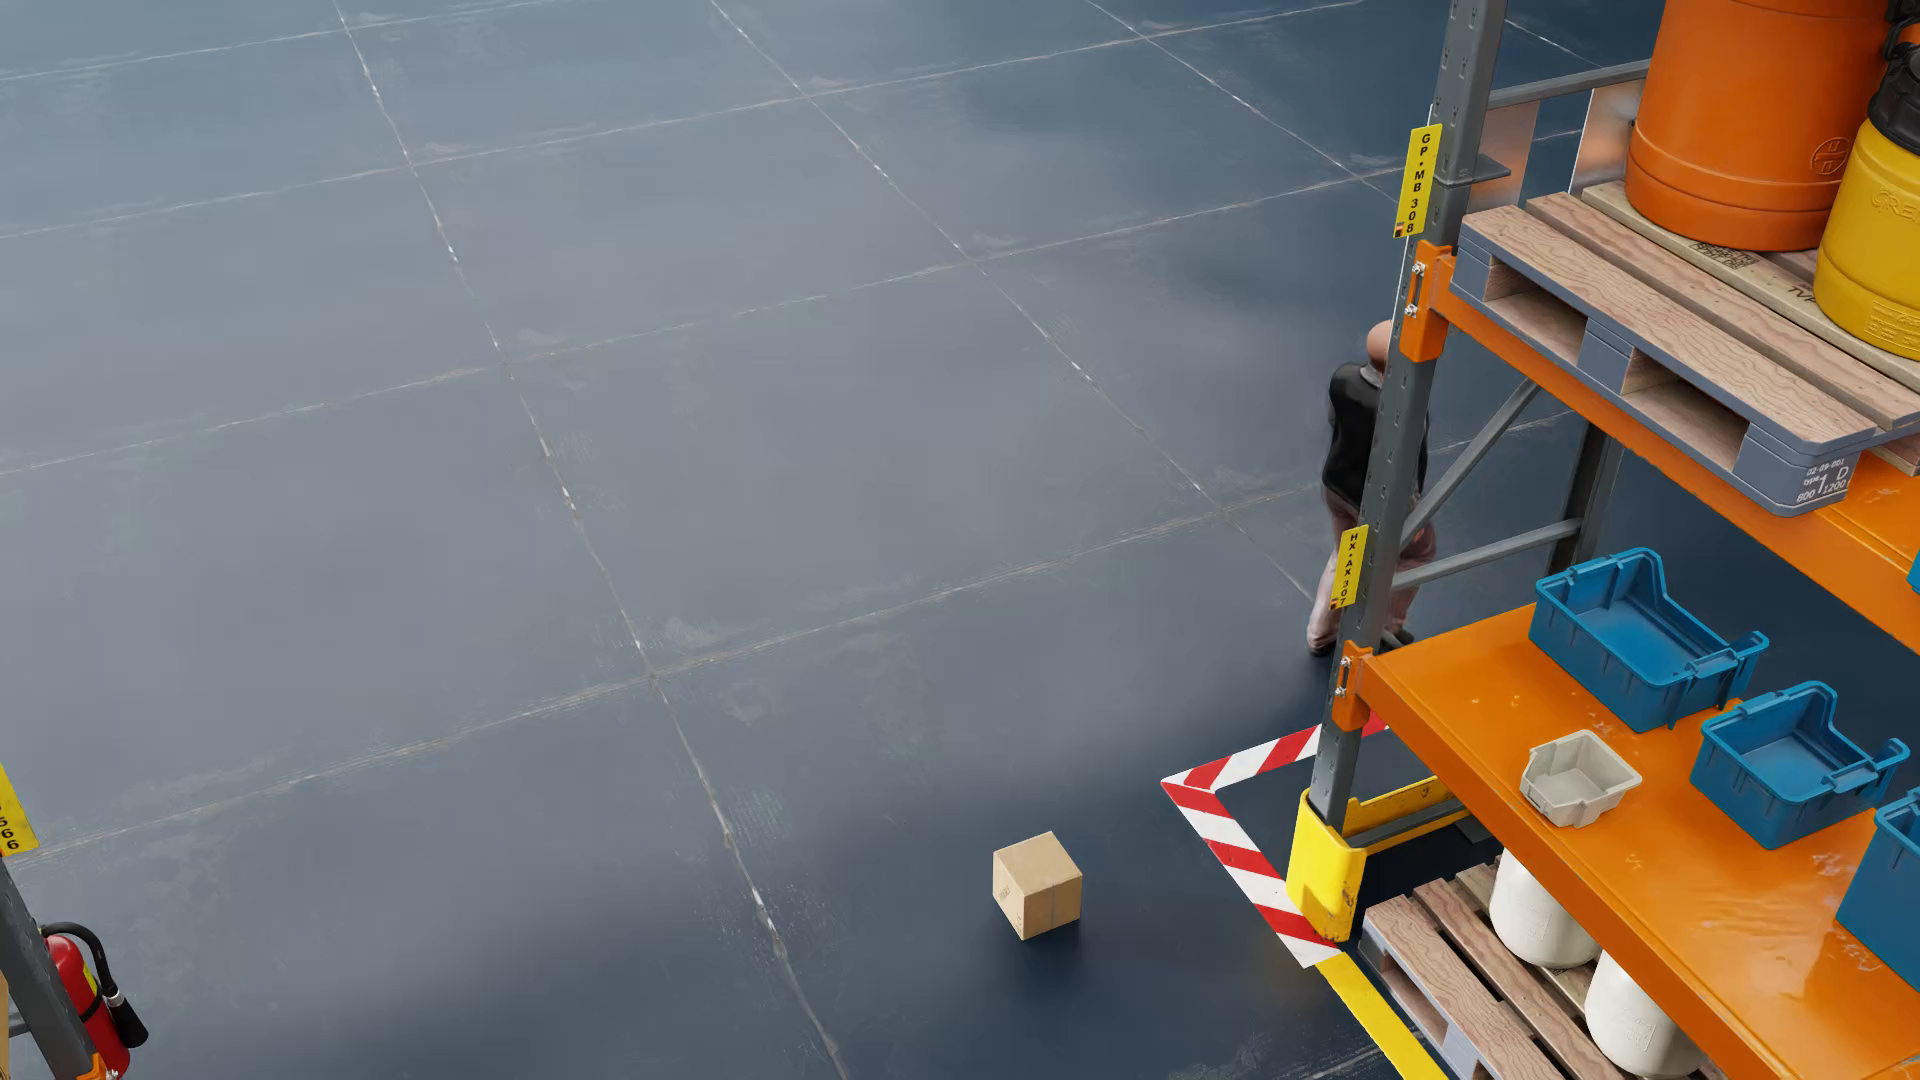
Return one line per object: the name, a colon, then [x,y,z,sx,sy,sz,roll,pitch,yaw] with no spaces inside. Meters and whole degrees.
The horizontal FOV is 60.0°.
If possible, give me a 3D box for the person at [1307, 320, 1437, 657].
person: [1.821,-0.206,7.182,0.533,1.735,0.618,-22,42,-26]
